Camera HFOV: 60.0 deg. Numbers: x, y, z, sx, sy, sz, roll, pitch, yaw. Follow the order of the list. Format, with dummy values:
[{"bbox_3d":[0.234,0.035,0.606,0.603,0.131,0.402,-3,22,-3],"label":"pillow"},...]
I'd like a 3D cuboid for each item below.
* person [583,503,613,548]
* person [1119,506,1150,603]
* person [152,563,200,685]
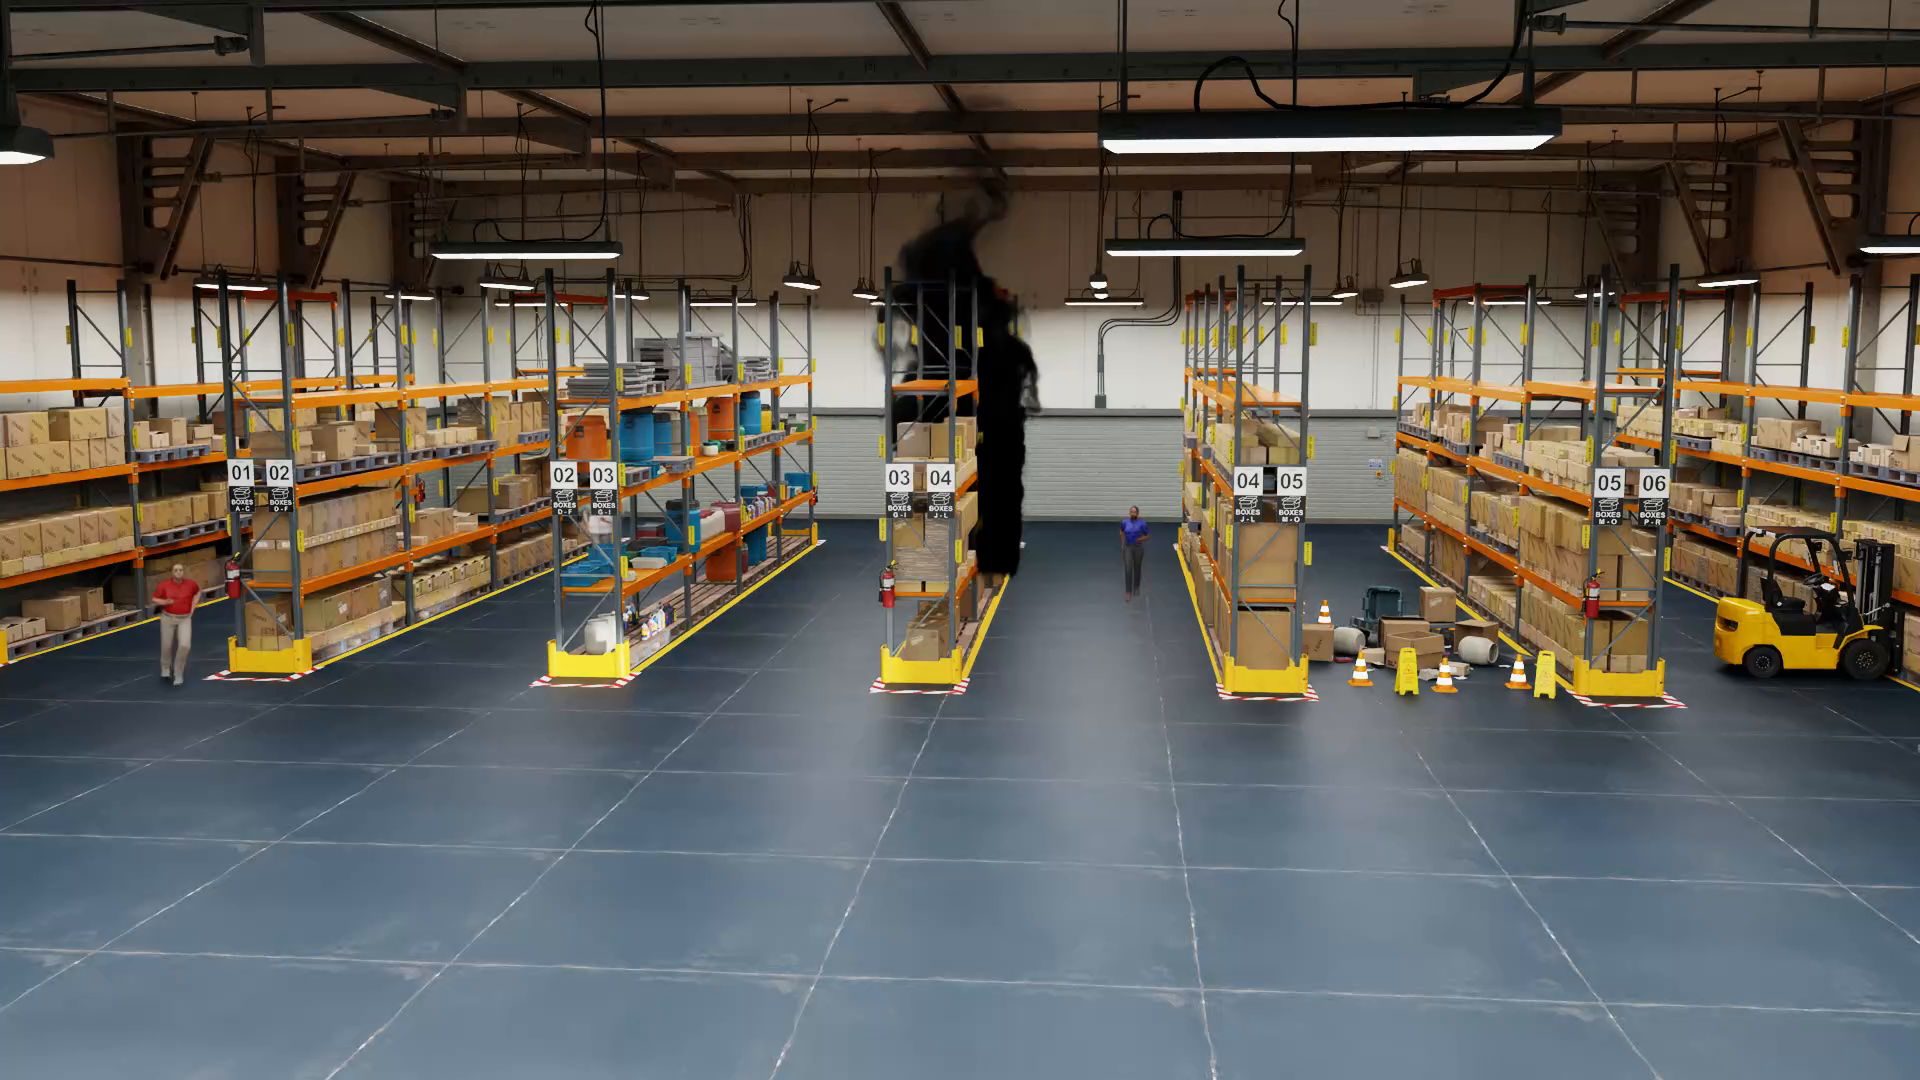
[{"bbox_3d":[-7.030,-0.087,32.498,0.638,1.879,0.683,-1,7,-11],"label":"person"},{"bbox_3d":[3.169,0.239,30.195,0.569,1.704,0.766,1,7,8],"label":"person"},{"bbox_3d":[-11.415,1.231,24.279,0.658,1.797,0.764,-4,8,-28],"label":"person"}]
